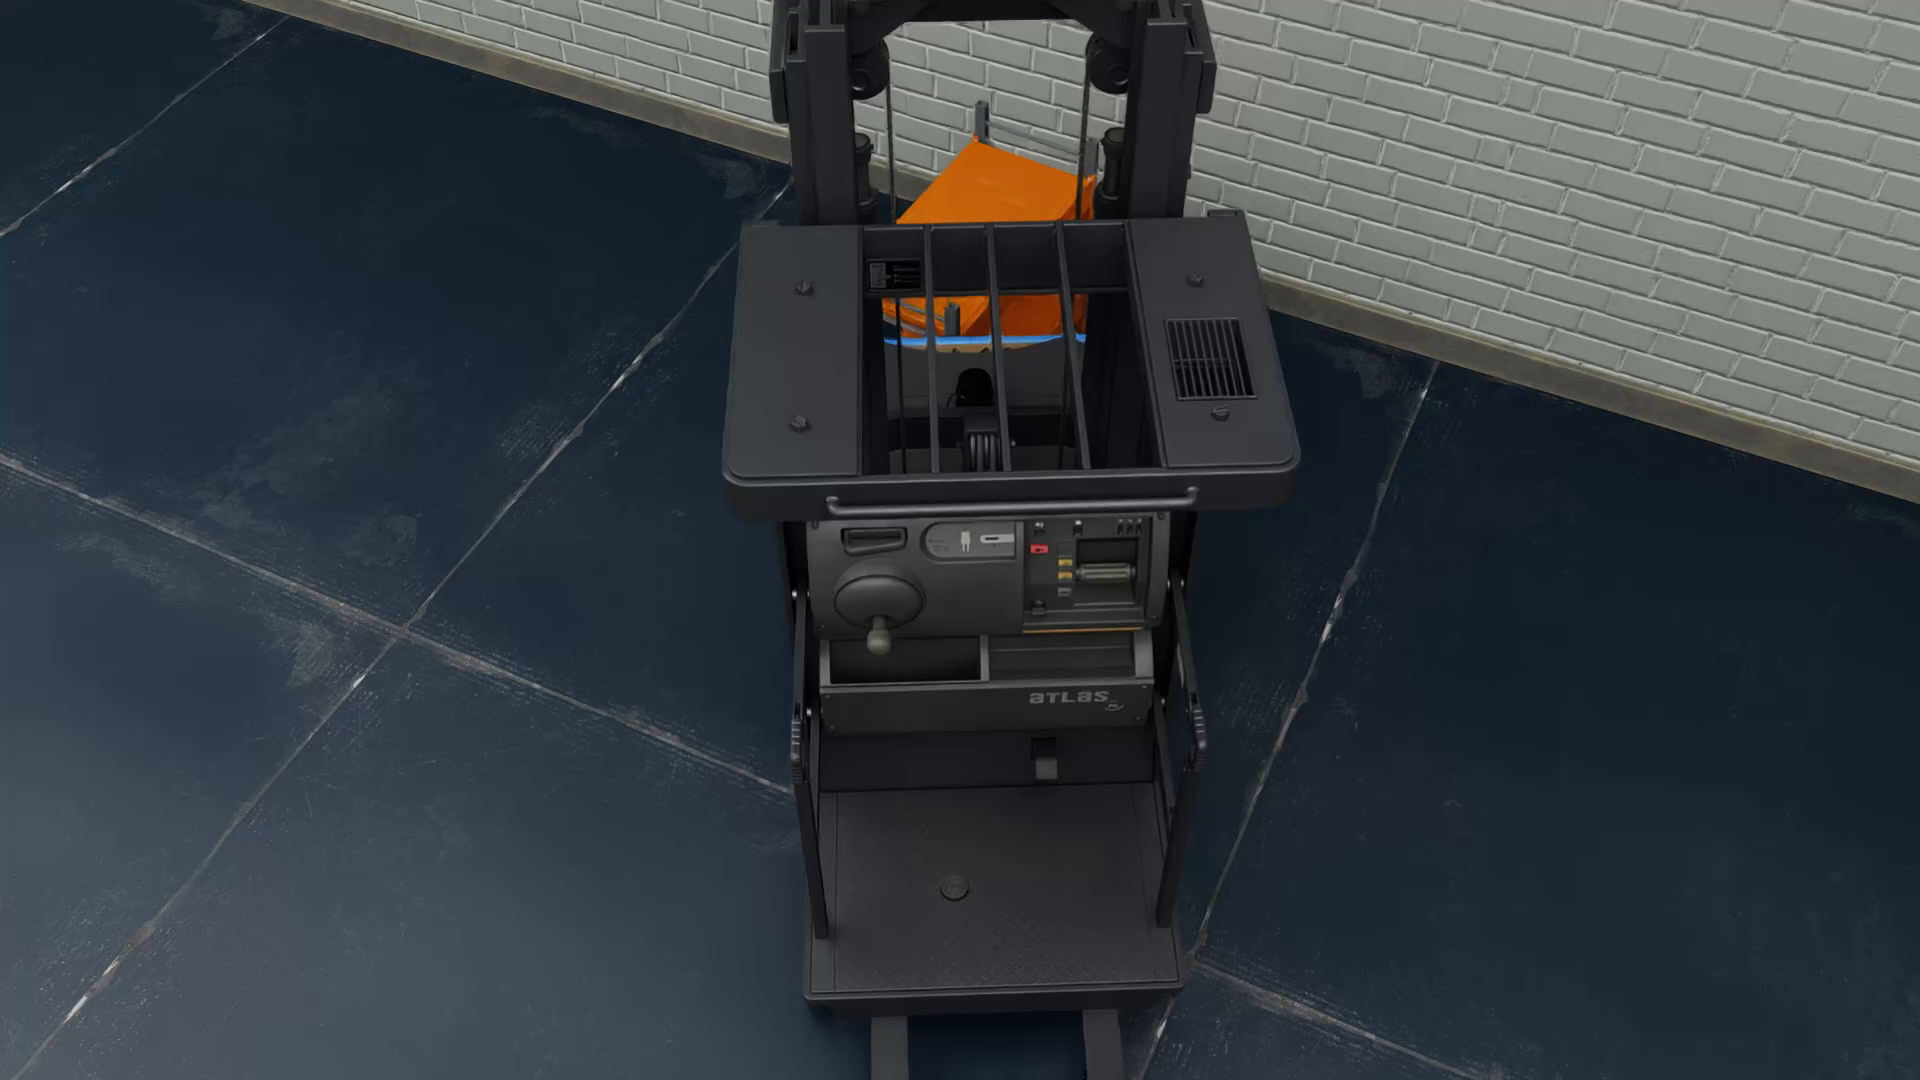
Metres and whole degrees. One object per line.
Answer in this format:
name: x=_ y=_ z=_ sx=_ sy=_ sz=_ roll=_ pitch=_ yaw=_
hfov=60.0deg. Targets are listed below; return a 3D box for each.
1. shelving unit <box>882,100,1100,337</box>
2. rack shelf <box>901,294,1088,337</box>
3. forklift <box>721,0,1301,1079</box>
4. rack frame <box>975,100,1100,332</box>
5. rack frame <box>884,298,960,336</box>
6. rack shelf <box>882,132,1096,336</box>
shelving unit: x=0.029 y=-0.827 z=6.215 sx=0.538 sy=1.125 sz=1.048 roll=24 pitch=54 yaw=19
rack shelf: x=0.029 y=-0.669 z=6.401 sx=0.538 sy=0.278 sz=1.000 roll=24 pitch=54 yaw=19
forklift: x=0.084 y=0.199 z=4.156 sx=1.130 sy=2.935 sz=3.031 roll=-2 pitch=50 yaw=-1
rack frame: x=0.281 y=-1.163 z=6.501 sx=0.500 sy=1.125 sz=0.032 roll=24 pitch=54 yaw=19
rack frame: x=-0.224 y=-0.491 z=5.929 sx=0.500 sy=1.125 sz=0.032 roll=24 pitch=54 yaw=19
rack shelf: x=0.029 y=-1.017 z=5.992 sx=0.538 sy=0.278 sz=1.000 roll=24 pitch=54 yaw=19
